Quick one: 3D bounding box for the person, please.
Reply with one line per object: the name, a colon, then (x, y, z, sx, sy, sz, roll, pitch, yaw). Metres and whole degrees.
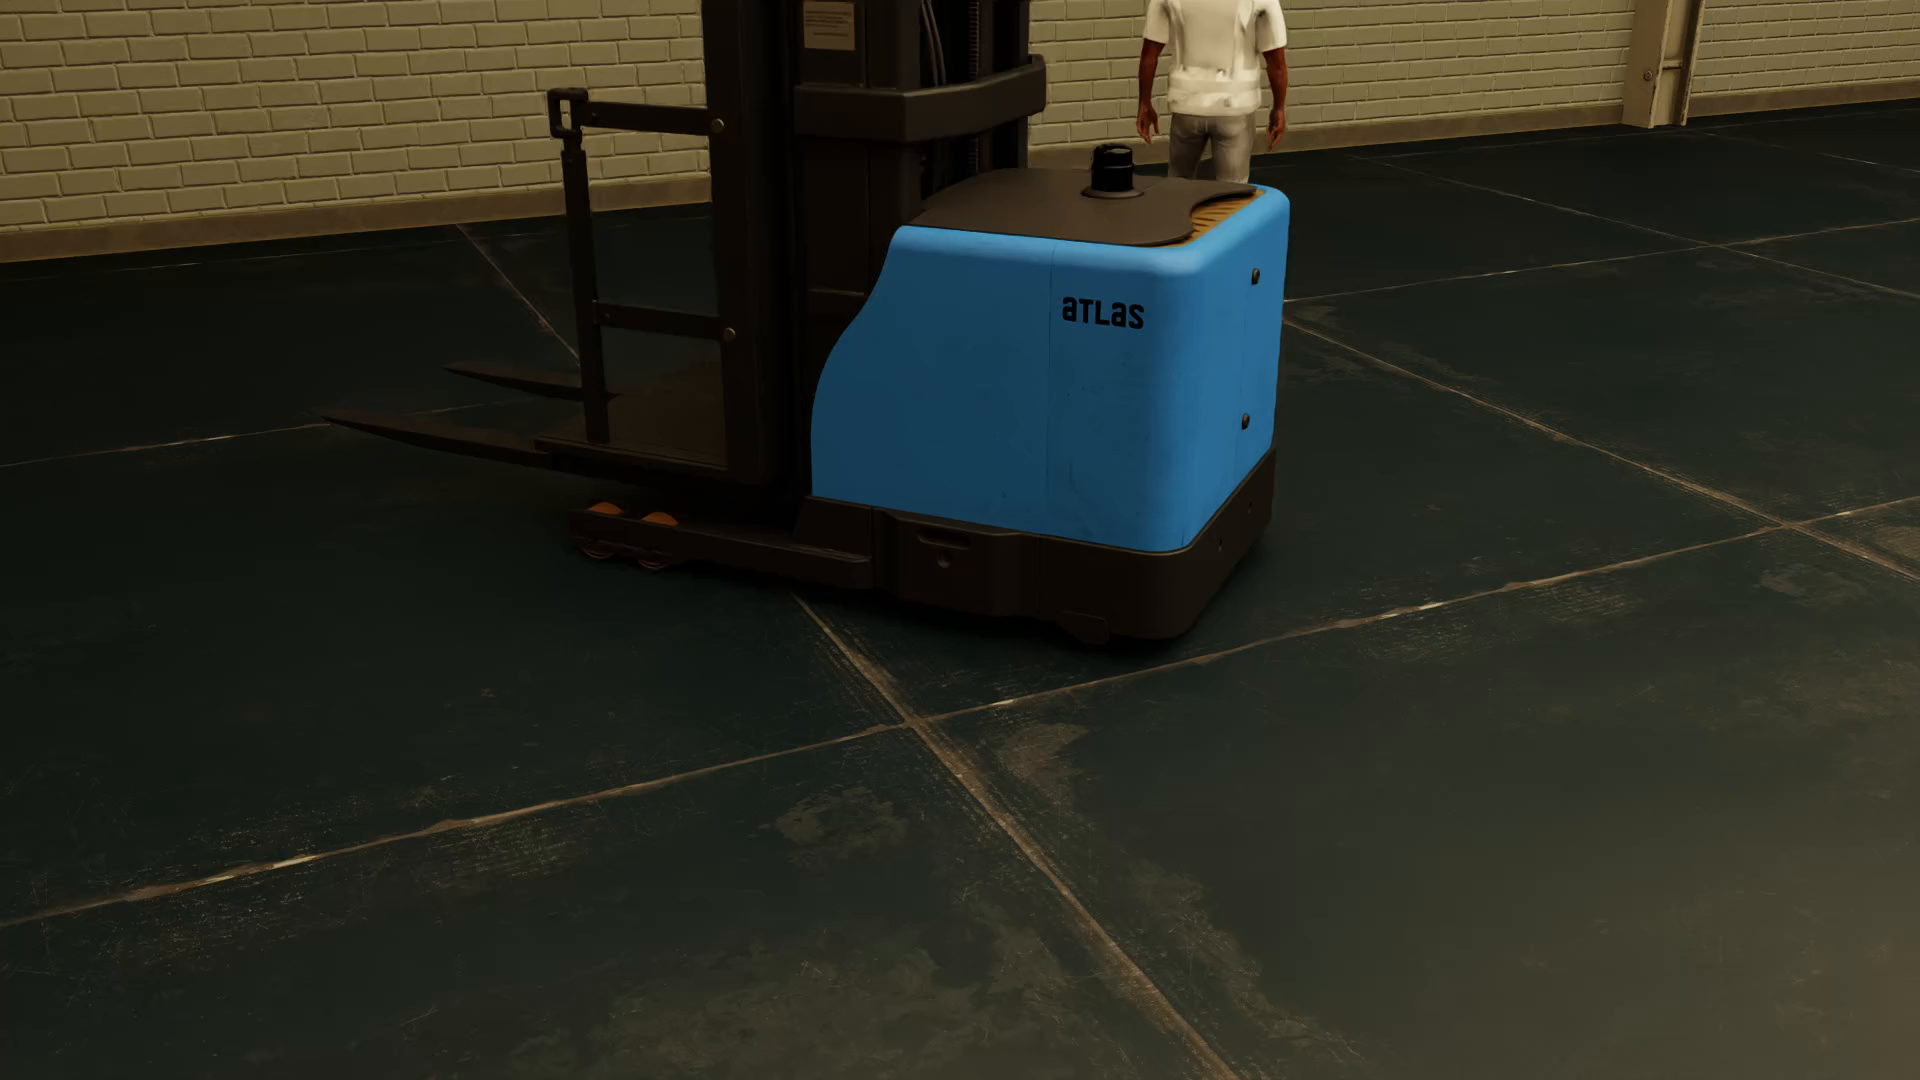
person: (1.165, -1.956, 7.630, 0.672, 1.808, 0.512, 9, 24, 21)

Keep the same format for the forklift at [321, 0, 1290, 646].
forklift: (-0.610, -1.438, 4.749, 3.031, 2.935, 1.130, 10, 25, 22)
